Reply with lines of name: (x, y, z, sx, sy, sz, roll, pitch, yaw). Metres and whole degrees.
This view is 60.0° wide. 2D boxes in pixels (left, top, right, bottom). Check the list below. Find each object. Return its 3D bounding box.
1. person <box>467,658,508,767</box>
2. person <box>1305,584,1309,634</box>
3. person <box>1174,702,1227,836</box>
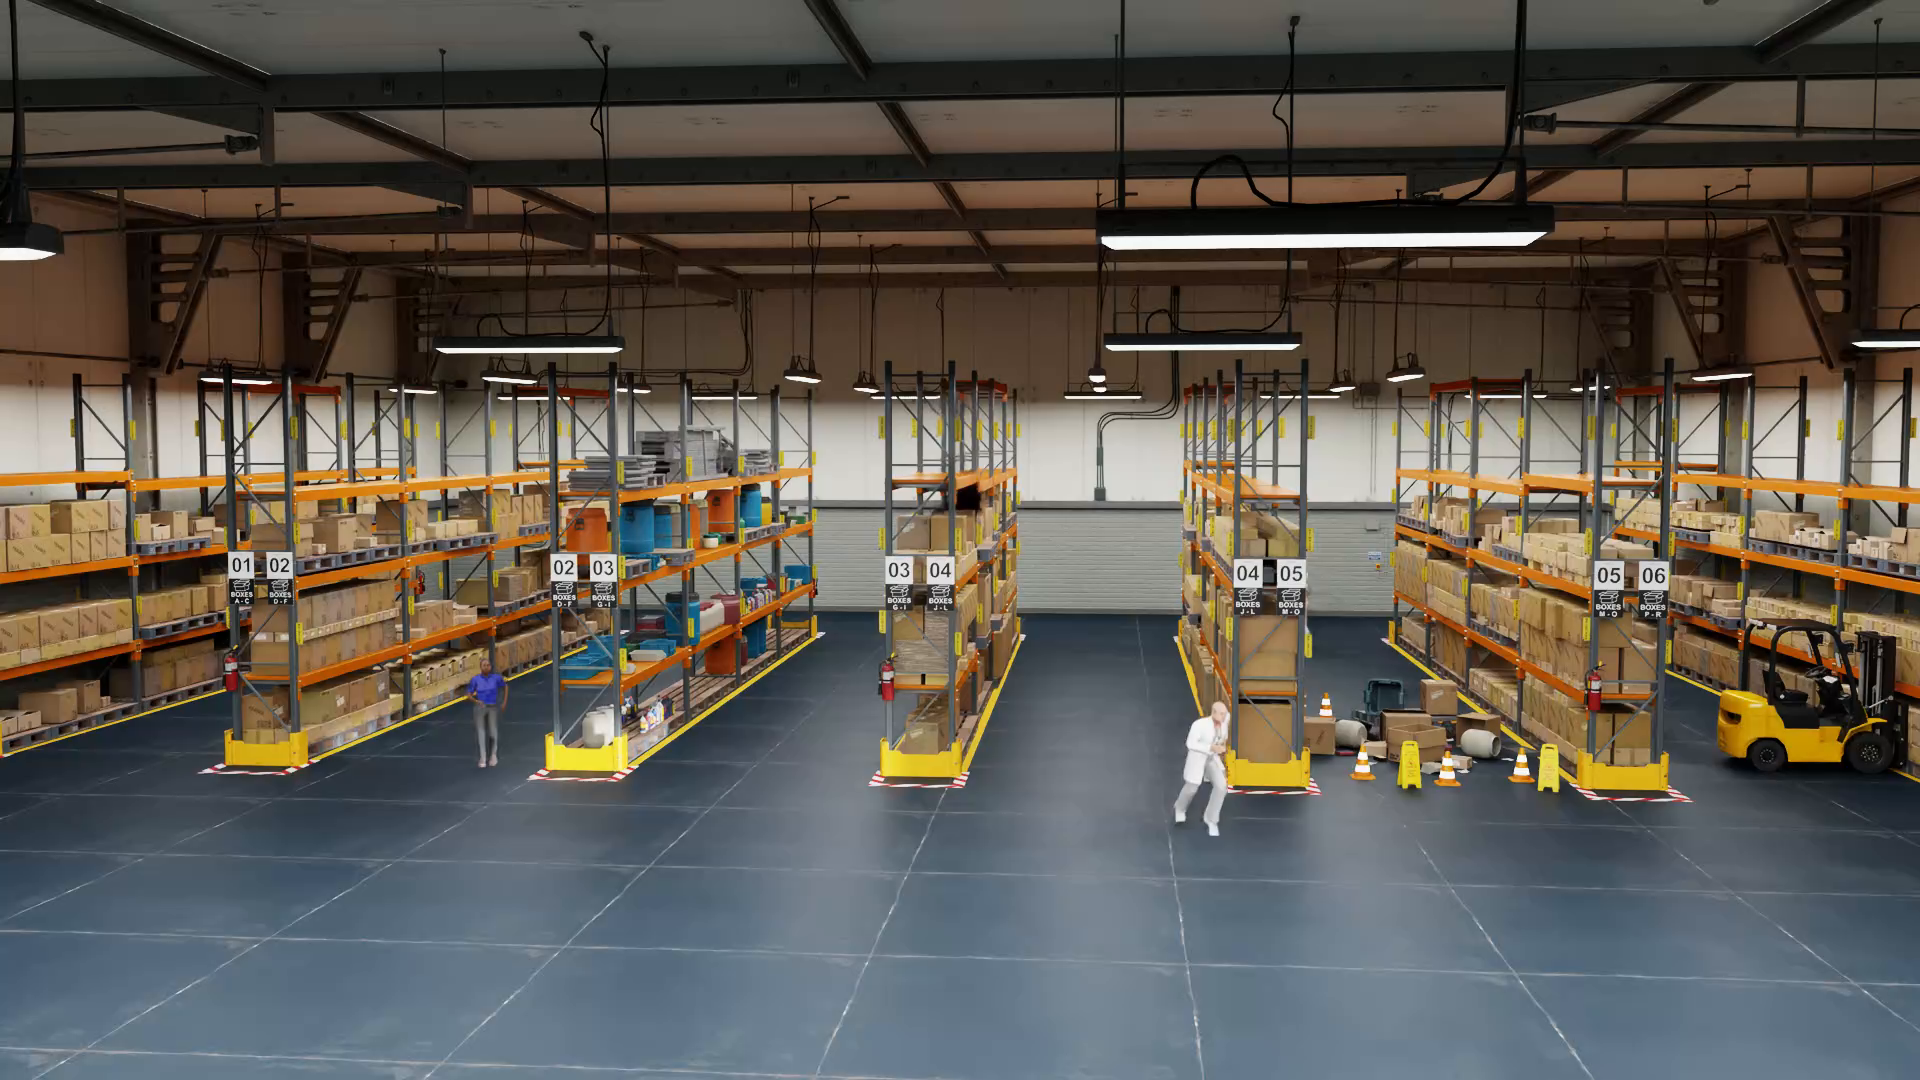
person: (-7.006, 2.567, 24.692, 0.599, 1.638, 0.639, -1, 4, -19)
person: (7.792, 1.570, 38.571, 0.673, 1.787, 0.880, -1, 4, -16)
person: (3.027, 2.917, 20.788, 0.690, 1.554, 1.072, -2, 4, -28)
